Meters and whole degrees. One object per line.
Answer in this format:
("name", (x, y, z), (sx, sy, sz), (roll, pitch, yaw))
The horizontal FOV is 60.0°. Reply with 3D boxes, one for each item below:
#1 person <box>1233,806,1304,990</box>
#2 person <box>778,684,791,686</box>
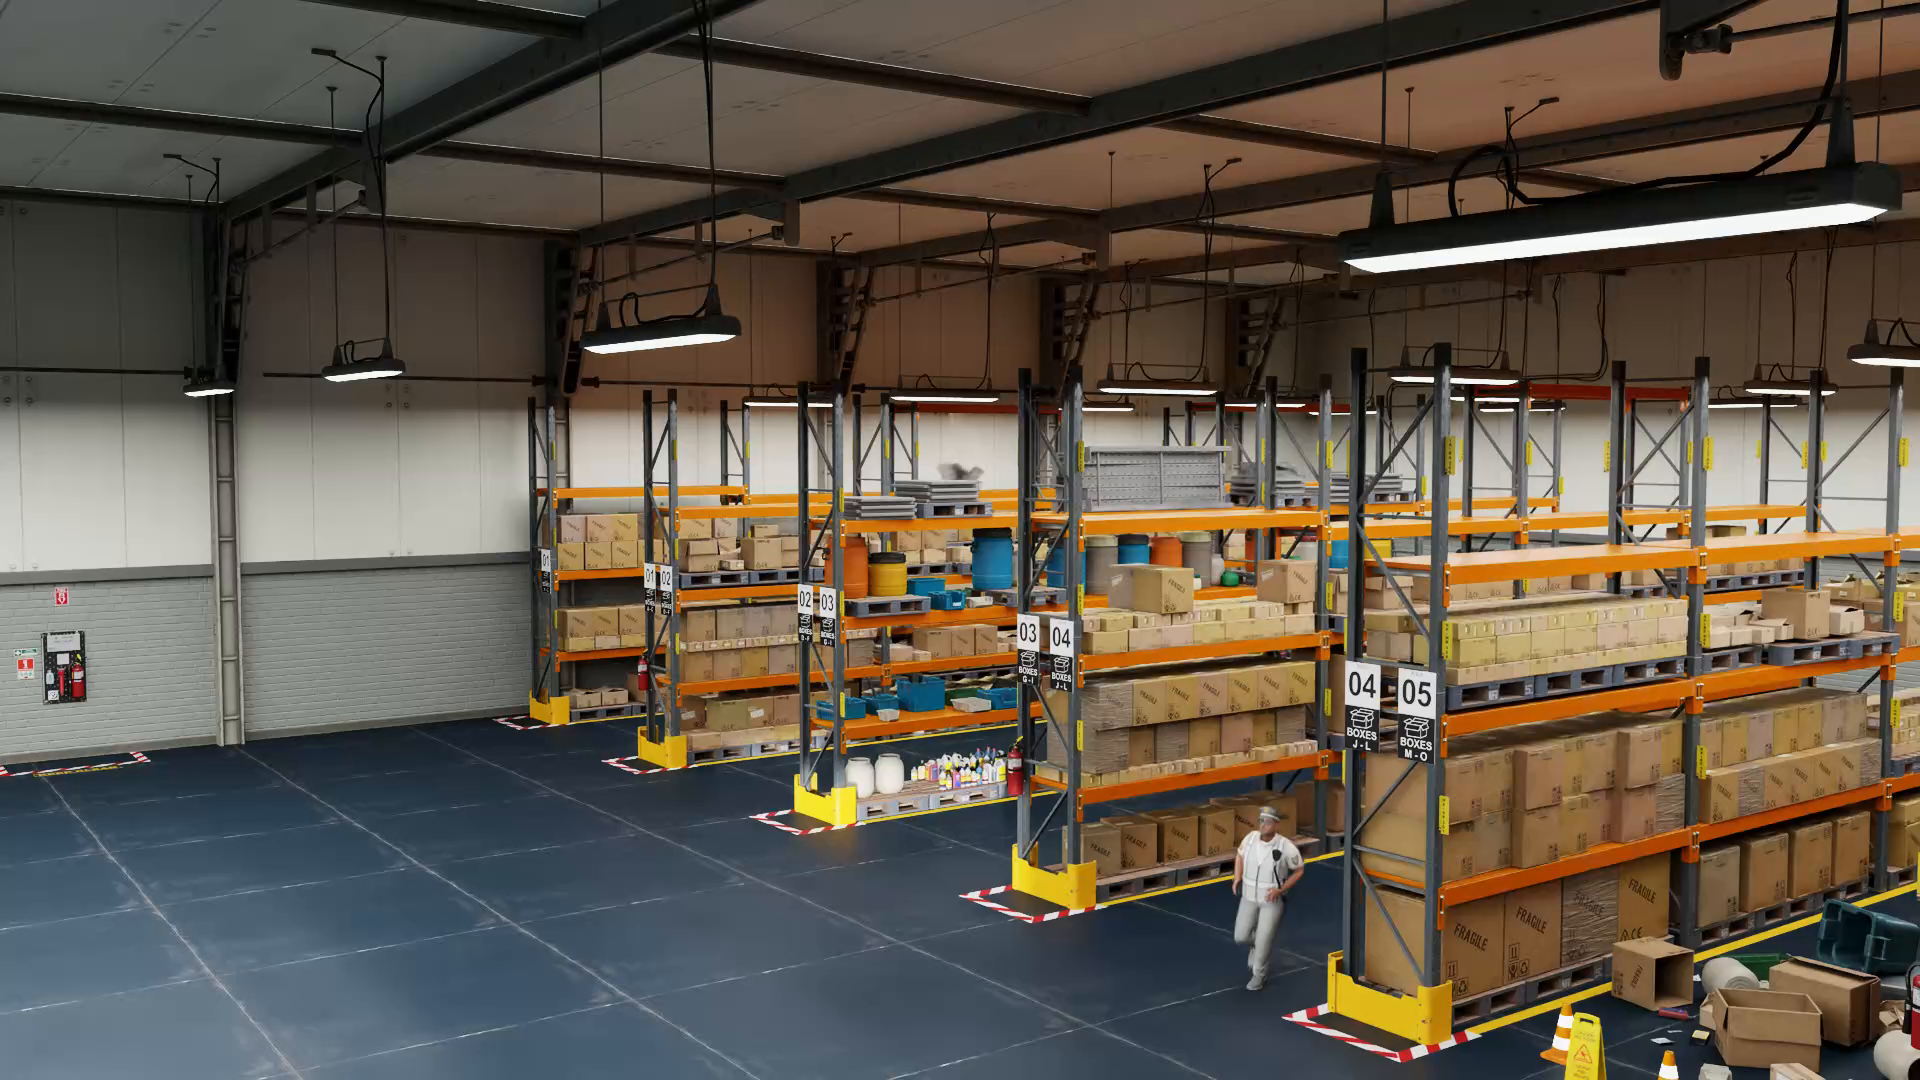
("person", (2.922, 3.375, 15.796), (0.694, 1.743, 0.564), (2, 4, 33))
("person", (-3.161, 2.531, 30.221), (0.764, 1.752, 0.538), (-3, 4, -37))
